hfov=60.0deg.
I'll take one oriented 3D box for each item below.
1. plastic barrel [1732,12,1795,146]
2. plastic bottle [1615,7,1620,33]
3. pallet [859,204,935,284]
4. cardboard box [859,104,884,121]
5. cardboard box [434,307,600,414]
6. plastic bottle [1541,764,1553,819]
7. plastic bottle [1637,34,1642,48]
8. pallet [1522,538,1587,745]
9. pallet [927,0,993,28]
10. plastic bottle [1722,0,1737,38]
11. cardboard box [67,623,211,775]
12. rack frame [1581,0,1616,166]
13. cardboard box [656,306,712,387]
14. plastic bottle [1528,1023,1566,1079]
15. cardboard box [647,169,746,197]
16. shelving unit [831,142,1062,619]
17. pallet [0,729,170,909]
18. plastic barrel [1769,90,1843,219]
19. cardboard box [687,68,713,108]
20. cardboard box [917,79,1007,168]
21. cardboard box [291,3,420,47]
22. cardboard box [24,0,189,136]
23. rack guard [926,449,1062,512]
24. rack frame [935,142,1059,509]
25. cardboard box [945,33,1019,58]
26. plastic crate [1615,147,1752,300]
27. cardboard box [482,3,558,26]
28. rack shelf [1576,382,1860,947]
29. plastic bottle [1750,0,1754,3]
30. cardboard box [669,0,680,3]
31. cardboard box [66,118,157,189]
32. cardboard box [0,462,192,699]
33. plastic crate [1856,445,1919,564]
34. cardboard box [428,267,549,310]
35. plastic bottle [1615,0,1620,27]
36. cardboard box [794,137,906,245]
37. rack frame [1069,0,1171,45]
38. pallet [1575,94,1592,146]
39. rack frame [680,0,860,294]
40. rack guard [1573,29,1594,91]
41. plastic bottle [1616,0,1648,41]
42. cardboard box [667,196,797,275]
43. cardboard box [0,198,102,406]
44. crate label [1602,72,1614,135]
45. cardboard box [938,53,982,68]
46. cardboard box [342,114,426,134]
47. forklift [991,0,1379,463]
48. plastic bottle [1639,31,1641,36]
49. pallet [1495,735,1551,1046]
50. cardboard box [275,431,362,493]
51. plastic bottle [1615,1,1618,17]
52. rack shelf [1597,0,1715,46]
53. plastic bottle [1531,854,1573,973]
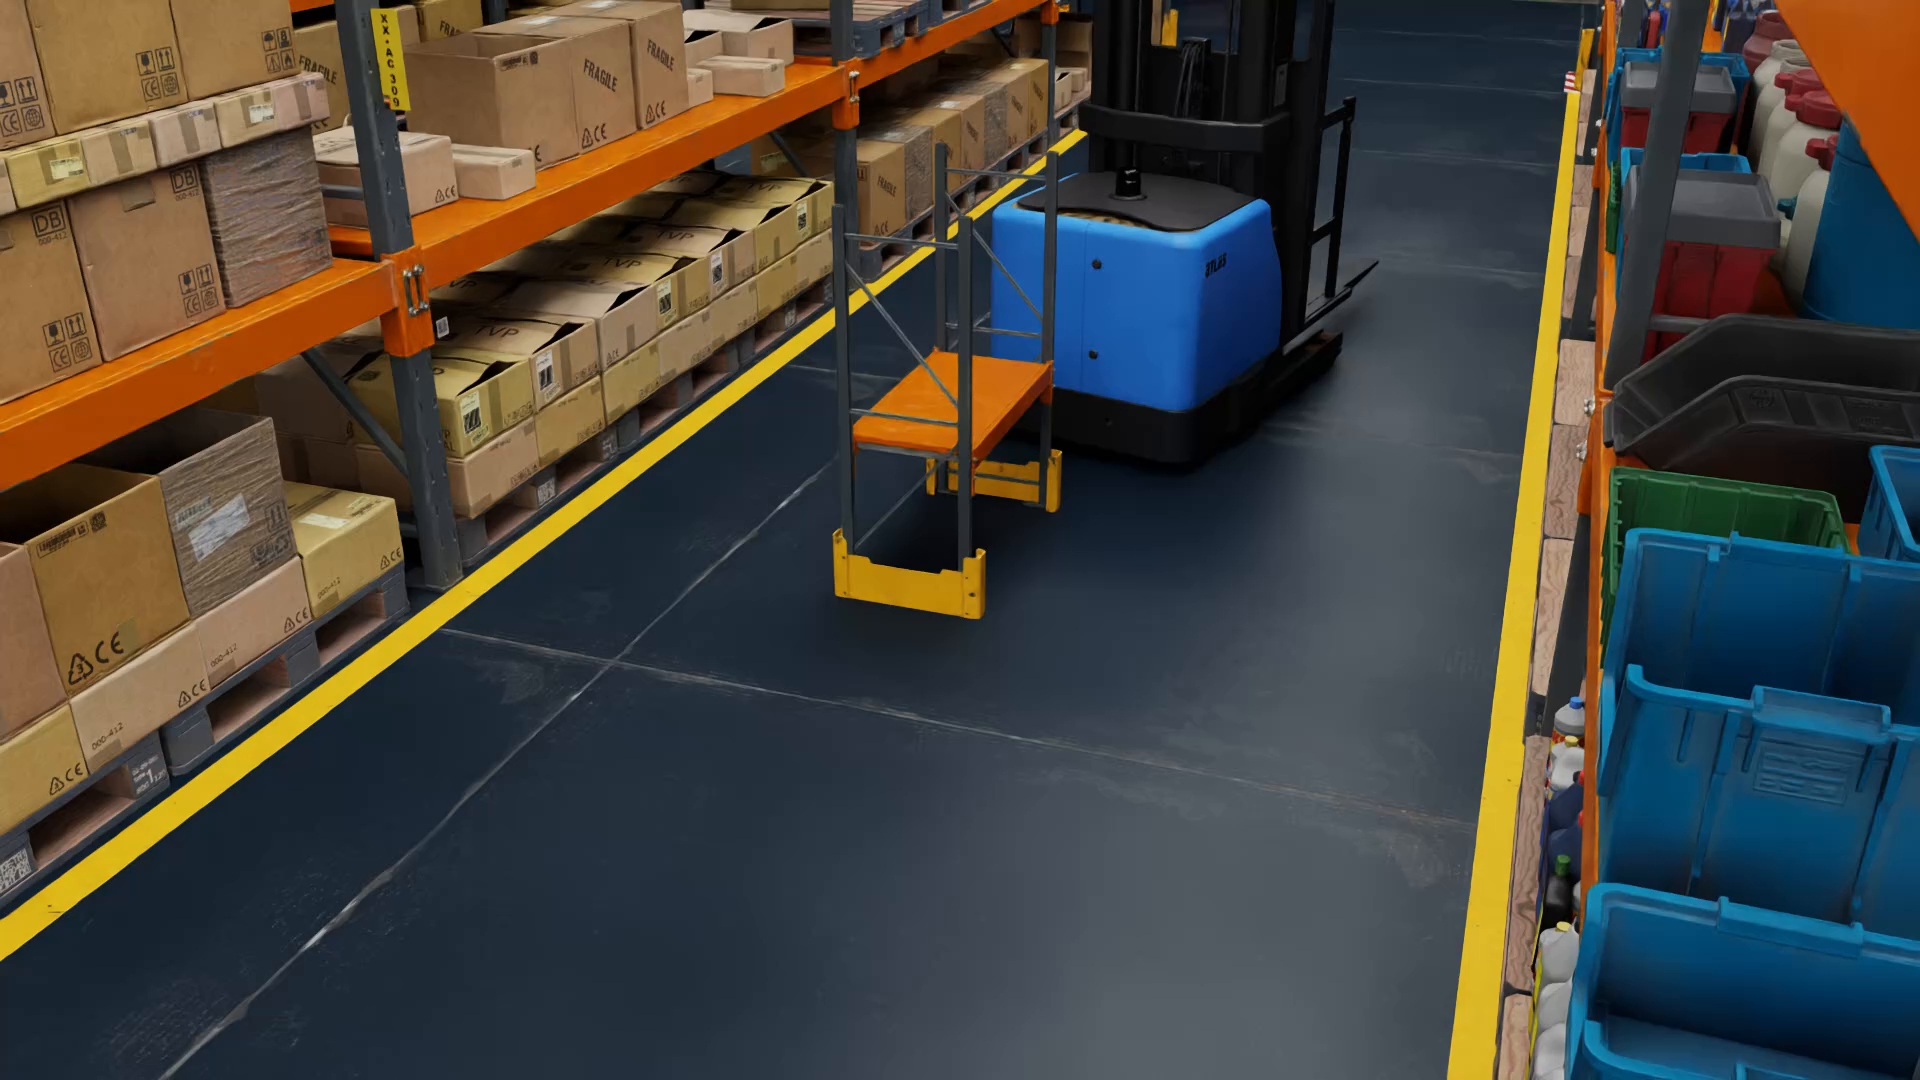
[{"bbox_3d":[3.722,-1.996,7.274,0.600,0.536,0.708,9,27,17],"label":"plastic barrel"},{"bbox_3d":[4.036,-3.164,10.071,0.097,0.201,0.097,0,26,0],"label":"plastic bottle"},{"bbox_3d":[-0.795,-1.935,10.505,1.003,0.211,1.213,9,27,17],"label":"pallet"},{"bbox_3d":[-0.817,-2.593,11.027,0.500,0.500,0.500,8,27,16],"label":"cardboard box"},{"bbox_3d":[-1.866,-0.788,6.965,0.500,0.311,0.500,8,27,17],"label":"cardboard box"},{"bbox_3d":[1.672,0.687,4.595,0.097,0.201,0.097,0,26,0],"label":"plastic bottle"},{"bbox_3d":[3.520,-2.559,8.741,0.097,0.271,0.097,0,26,0],"label":"plastic bottle"},{"bbox_3d":[2.484,0.401,5.679,1.003,0.211,1.213,9,27,17],"label":"pallet"},{"bbox_3d":[-0.436,-3.602,10.969,1.003,0.211,1.213,9,27,17],"label":"pallet"},{"bbox_3d":[4.637,-3.144,9.949,0.097,0.271,0.097,0,26,0],"label":"plastic bottle"},{"bbox_3d":[-2.687,0.437,5.078,0.500,0.250,0.500,9,27,17],"label":"cardboard box"},{"bbox_3d":[4.922,-3.813,11.183,1.000,3.000,0.127,9,27,17],"label":"rack frame"},{"bbox_3d":[-1.531,-0.958,7.961,0.500,0.250,0.500,9,27,18],"label":"cardboard box"},{"bbox_3d":[1.282,1.171,3.509,0.152,0.276,0.135,8,27,16],"label":"plastic bottle"},{"bbox_3d":[-1.530,-1.920,9.304,0.500,0.311,0.500,10,27,19],"label":"cardboard box"},{"bbox_3d":[-0.025,-0.644,6.358,0.587,1.500,1.083,9,27,17],"label":"shelving unit"},{"bbox_3d":[-3.119,0.834,4.786,1.003,0.211,1.213,9,27,17],"label":"pallet"},{"bbox_3d":[3.029,-1.249,5.732,0.433,0.535,0.433,0,26,0],"label":"plastic barrel"},{"bbox_3d":[-1.450,-2.244,8.230,0.380,0.149,0.250,11,28,21],"label":"cardboard box"},{"bbox_3d":[0.018,-2.953,11.771,0.500,0.500,0.500,9,27,18],"label":"cardboard box"},{"bbox_3d":[-4.807,-3.819,13.181,0.750,0.750,0.750,10,27,19],"label":"cardboard box"},{"bbox_3d":[-2.719,-1.483,4.767,0.700,0.500,0.500,9,27,17],"label":"cardboard box"},{"bbox_3d":[0.140,-0.286,7.054,0.587,0.250,0.087,9,27,17],"label":"rack guard"},{"bbox_3d":[0.141,-0.849,6.782,0.500,1.500,0.032,9,27,17],"label":"rack frame"},{"bbox_3d":[0.174,-3.881,13.687,0.500,0.500,0.500,9,27,17],"label":"cardboard box"},{"bbox_3d":[2.333,-1.017,5.426,0.392,0.384,0.575,9,27,17],"label":"plastic crate"},{"bbox_3d":[-4.075,-4.606,15.207,0.700,0.500,0.500,9,27,18],"label":"cardboard box"},{"bbox_3d":[1.594,0.620,2.852,1.077,0.370,4.000,9,27,17],"label":"rack shelf"},{"bbox_3d":[4.761,-3.136,9.926,0.152,0.276,0.135,9,27,17],"label":"plastic bottle"},{"bbox_3d":[-3.228,-5.655,17.374,0.700,0.500,0.500,9,27,17],"label":"cardboard box"},{"bbox_3d":[-2.554,-1.122,4.766,0.380,0.149,0.250,9,27,17],"label":"cardboard box"},{"bbox_3d":[-2.699,0.098,4.918,0.500,0.500,0.500,9,27,17],"label":"cardboard box"},{"bbox_3d":[2.147,0.036,3.405,0.499,0.251,0.616,9,27,17],"label":"plastic crate"},{"bbox_3d":[-2.210,-1.076,7.561,0.500,0.311,0.500,9,27,17],"label":"cardboard box"},{"bbox_3d":[4.102,-3.307,10.271,0.061,0.283,0.133,9,27,17],"label":"plastic bottle"},{"bbox_3d":[-0.658,-2.108,10.024,0.500,0.500,0.500,10,28,20],"label":"cardboard box"},{"bbox_3d":[1.583,-6.177,16.065,1.000,3.000,0.127,9,27,17],"label":"rack frame"},{"bbox_3d":[5.534,-3.369,13.465,1.003,0.211,1.213,9,27,17],"label":"pallet"},{"bbox_3d":[-1.079,-2.889,9.275,1.000,3.000,0.127,9,27,17],"label":"rack frame"},{"bbox_3d":[6.249,-4.343,15.147,1.175,0.500,0.348,9,27,17],"label":"rack guard"},{"bbox_3d":[3.901,-3.035,9.633,0.144,0.351,0.185,9,27,17],"label":"plastic bottle"},{"bbox_3d":[-1.188,-1.627,8.699,0.500,0.311,0.500,8,27,17],"label":"cardboard box"},{"bbox_3d":[-2.892,-0.684,4.605,0.700,0.500,0.500,9,27,18],"label":"cardboard box"},{"bbox_3d":[3.097,-1.975,7.579,0.303,0.233,0.416,9,27,17],"label":"crate label"},{"bbox_3d":[-0.139,-3.442,12.781,0.500,0.500,0.500,8,27,15],"label":"cardboard box"},{"bbox_3d":[-2.291,-1.573,6.710,0.396,0.266,0.258,8,27,16],"label":"cardboard box"},{"bbox_3d":[1.329,-2.253,8.040,1.130,2.935,3.031,15,30,28],"label":"forklift"},{"bbox_3d":[3.585,-2.639,8.906,0.097,0.271,0.097,0,26,0],"label":"plastic bottle"},{"bbox_3d":[1.997,1.000,4.443,1.003,0.211,1.213,9,27,17],"label":"pallet"},{"bbox_3d":[-2.546,-0.409,6.826,0.500,0.250,0.500,8,27,17],"label":"cardboard box"},{"bbox_3d":[4.287,-3.472,10.621,0.152,0.276,0.135,9,27,17],"label":"plastic bottle"},{"bbox_3d":[5.587,-4.311,13.037,1.077,0.370,4.000,9,27,17],"label":"rack shelf"},{"bbox_3d":[1.443,0.910,4.040,0.061,0.283,0.133,10,28,20],"label":"plastic bottle"}]
